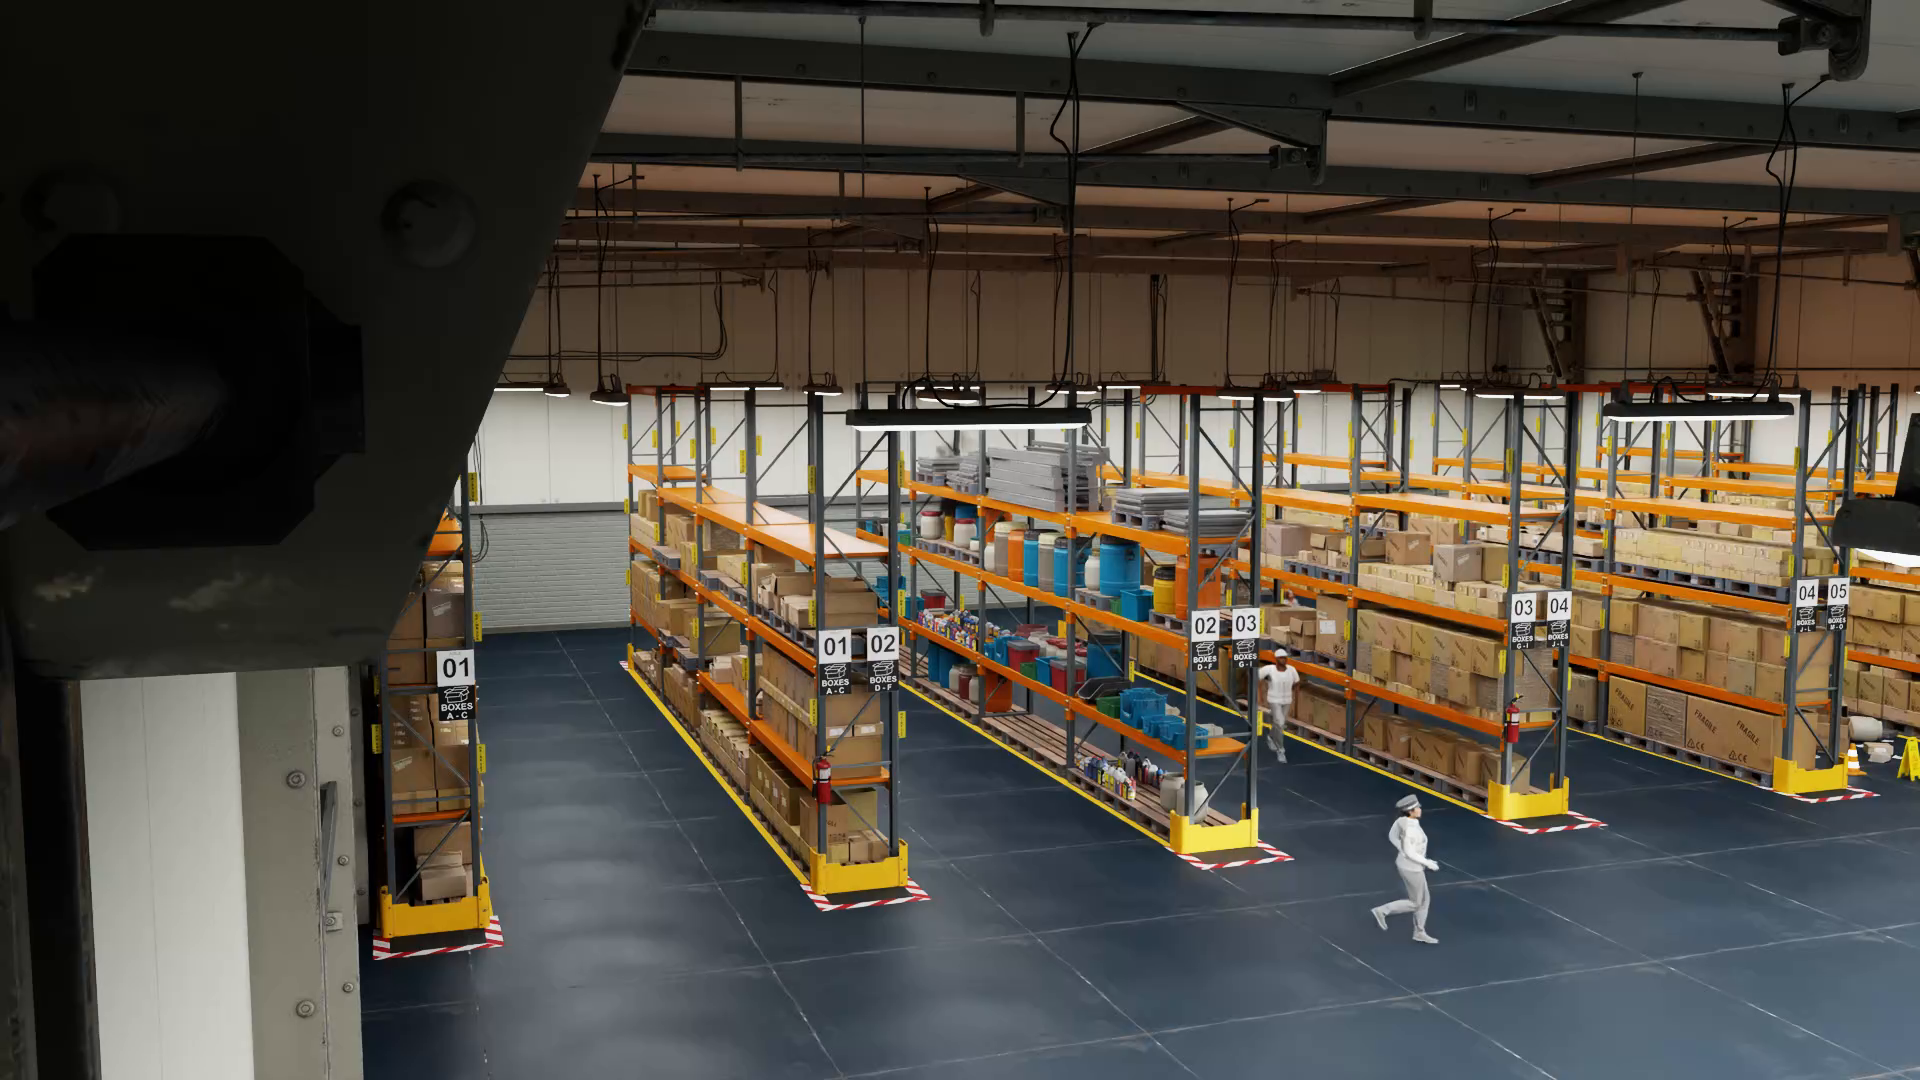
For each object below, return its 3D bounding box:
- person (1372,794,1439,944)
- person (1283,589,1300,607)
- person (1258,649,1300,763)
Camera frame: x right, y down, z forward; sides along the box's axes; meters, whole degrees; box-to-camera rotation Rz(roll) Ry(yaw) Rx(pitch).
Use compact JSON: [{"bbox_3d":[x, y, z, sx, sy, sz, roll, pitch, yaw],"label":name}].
[{"bbox_3d":[4.917,3.625,18.341,0.747,1.682,0.617,0,6,4],"label":"person"},{"bbox_3d":[7.185,1.825,36.045,0.560,1.550,0.734,-1,6,-13],"label":"person"},{"bbox_3d":[5.209,2.658,27.086,0.685,1.807,0.848,-2,6,-18],"label":"person"}]
